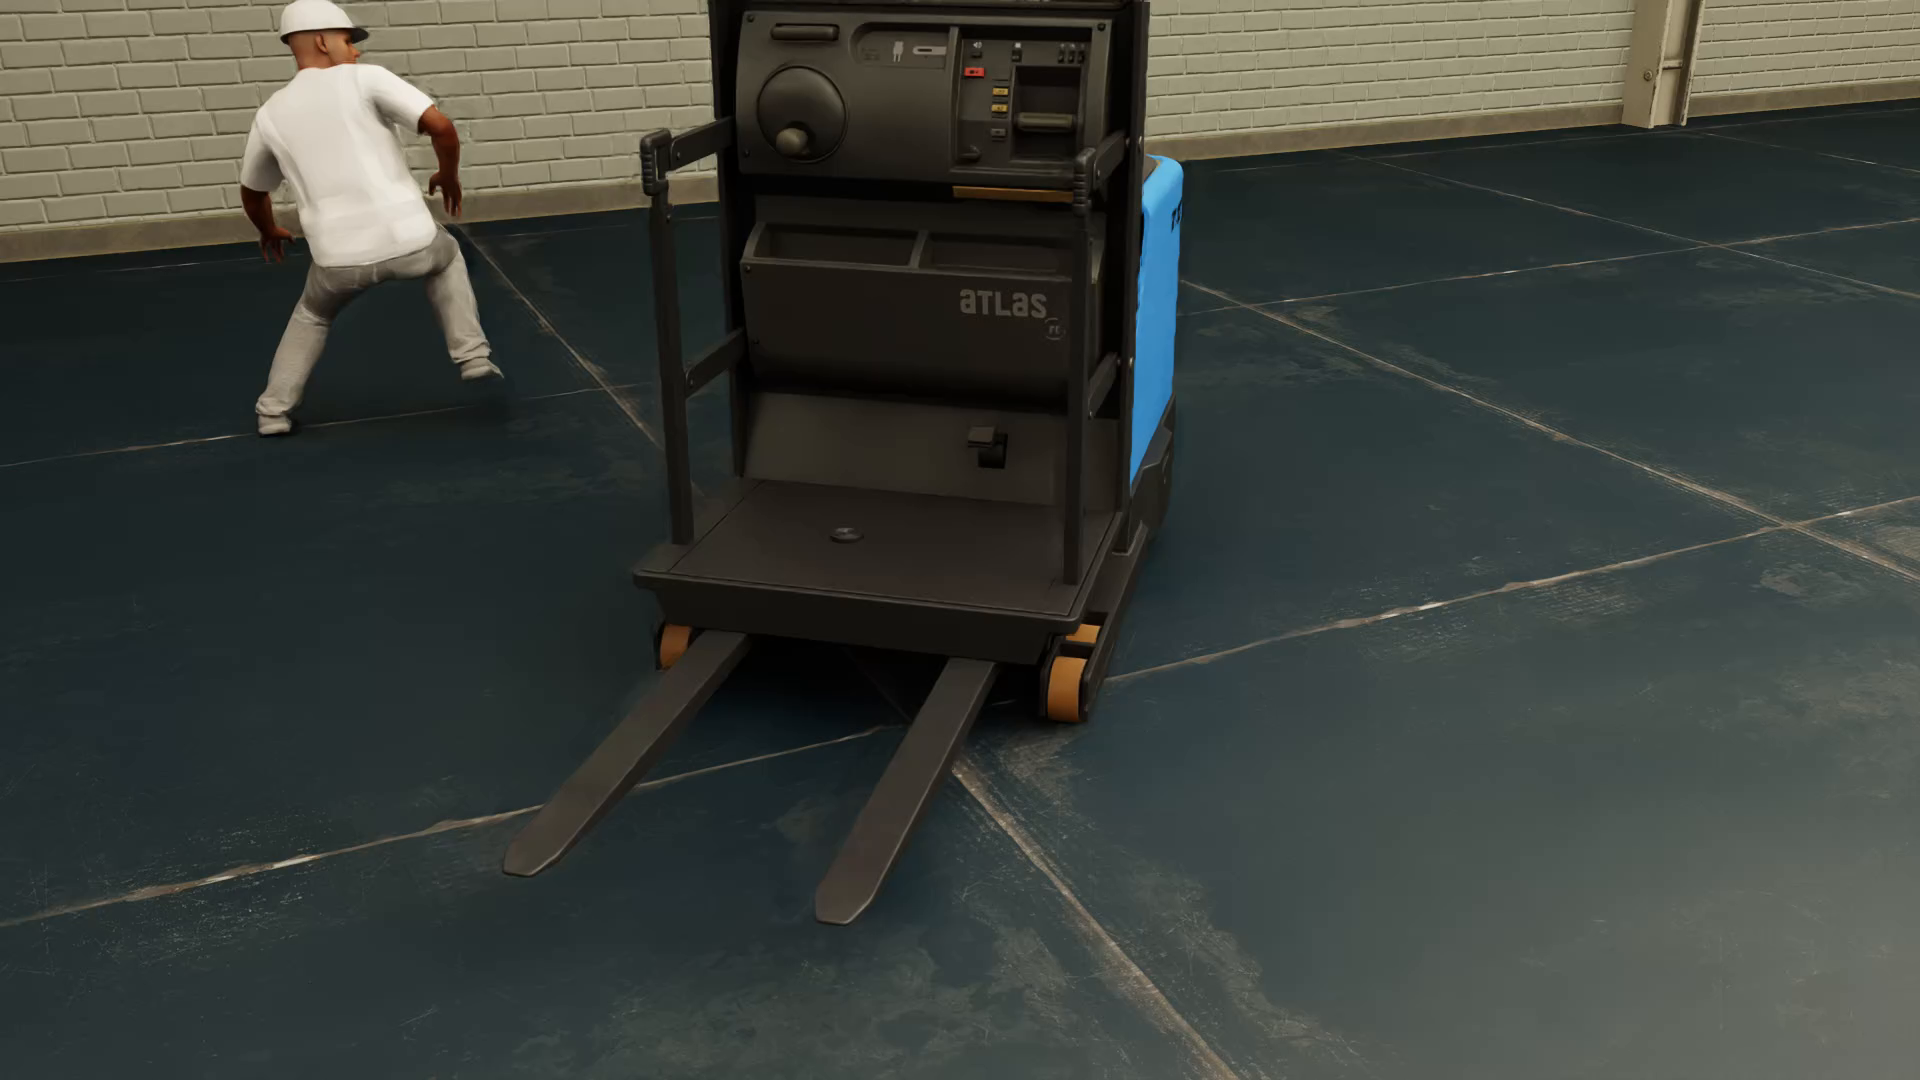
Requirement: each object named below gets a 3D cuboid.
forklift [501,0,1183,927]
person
[{"bbox_3d":[-0.149,-1.069,3.860,1.130,2.935,3.031,6,23,13],"label":"forklift"},{"bbox_3d":[-2.159,-1.120,5.926,0.887,1.533,0.716,-3,23,-6],"label":"person"}]
